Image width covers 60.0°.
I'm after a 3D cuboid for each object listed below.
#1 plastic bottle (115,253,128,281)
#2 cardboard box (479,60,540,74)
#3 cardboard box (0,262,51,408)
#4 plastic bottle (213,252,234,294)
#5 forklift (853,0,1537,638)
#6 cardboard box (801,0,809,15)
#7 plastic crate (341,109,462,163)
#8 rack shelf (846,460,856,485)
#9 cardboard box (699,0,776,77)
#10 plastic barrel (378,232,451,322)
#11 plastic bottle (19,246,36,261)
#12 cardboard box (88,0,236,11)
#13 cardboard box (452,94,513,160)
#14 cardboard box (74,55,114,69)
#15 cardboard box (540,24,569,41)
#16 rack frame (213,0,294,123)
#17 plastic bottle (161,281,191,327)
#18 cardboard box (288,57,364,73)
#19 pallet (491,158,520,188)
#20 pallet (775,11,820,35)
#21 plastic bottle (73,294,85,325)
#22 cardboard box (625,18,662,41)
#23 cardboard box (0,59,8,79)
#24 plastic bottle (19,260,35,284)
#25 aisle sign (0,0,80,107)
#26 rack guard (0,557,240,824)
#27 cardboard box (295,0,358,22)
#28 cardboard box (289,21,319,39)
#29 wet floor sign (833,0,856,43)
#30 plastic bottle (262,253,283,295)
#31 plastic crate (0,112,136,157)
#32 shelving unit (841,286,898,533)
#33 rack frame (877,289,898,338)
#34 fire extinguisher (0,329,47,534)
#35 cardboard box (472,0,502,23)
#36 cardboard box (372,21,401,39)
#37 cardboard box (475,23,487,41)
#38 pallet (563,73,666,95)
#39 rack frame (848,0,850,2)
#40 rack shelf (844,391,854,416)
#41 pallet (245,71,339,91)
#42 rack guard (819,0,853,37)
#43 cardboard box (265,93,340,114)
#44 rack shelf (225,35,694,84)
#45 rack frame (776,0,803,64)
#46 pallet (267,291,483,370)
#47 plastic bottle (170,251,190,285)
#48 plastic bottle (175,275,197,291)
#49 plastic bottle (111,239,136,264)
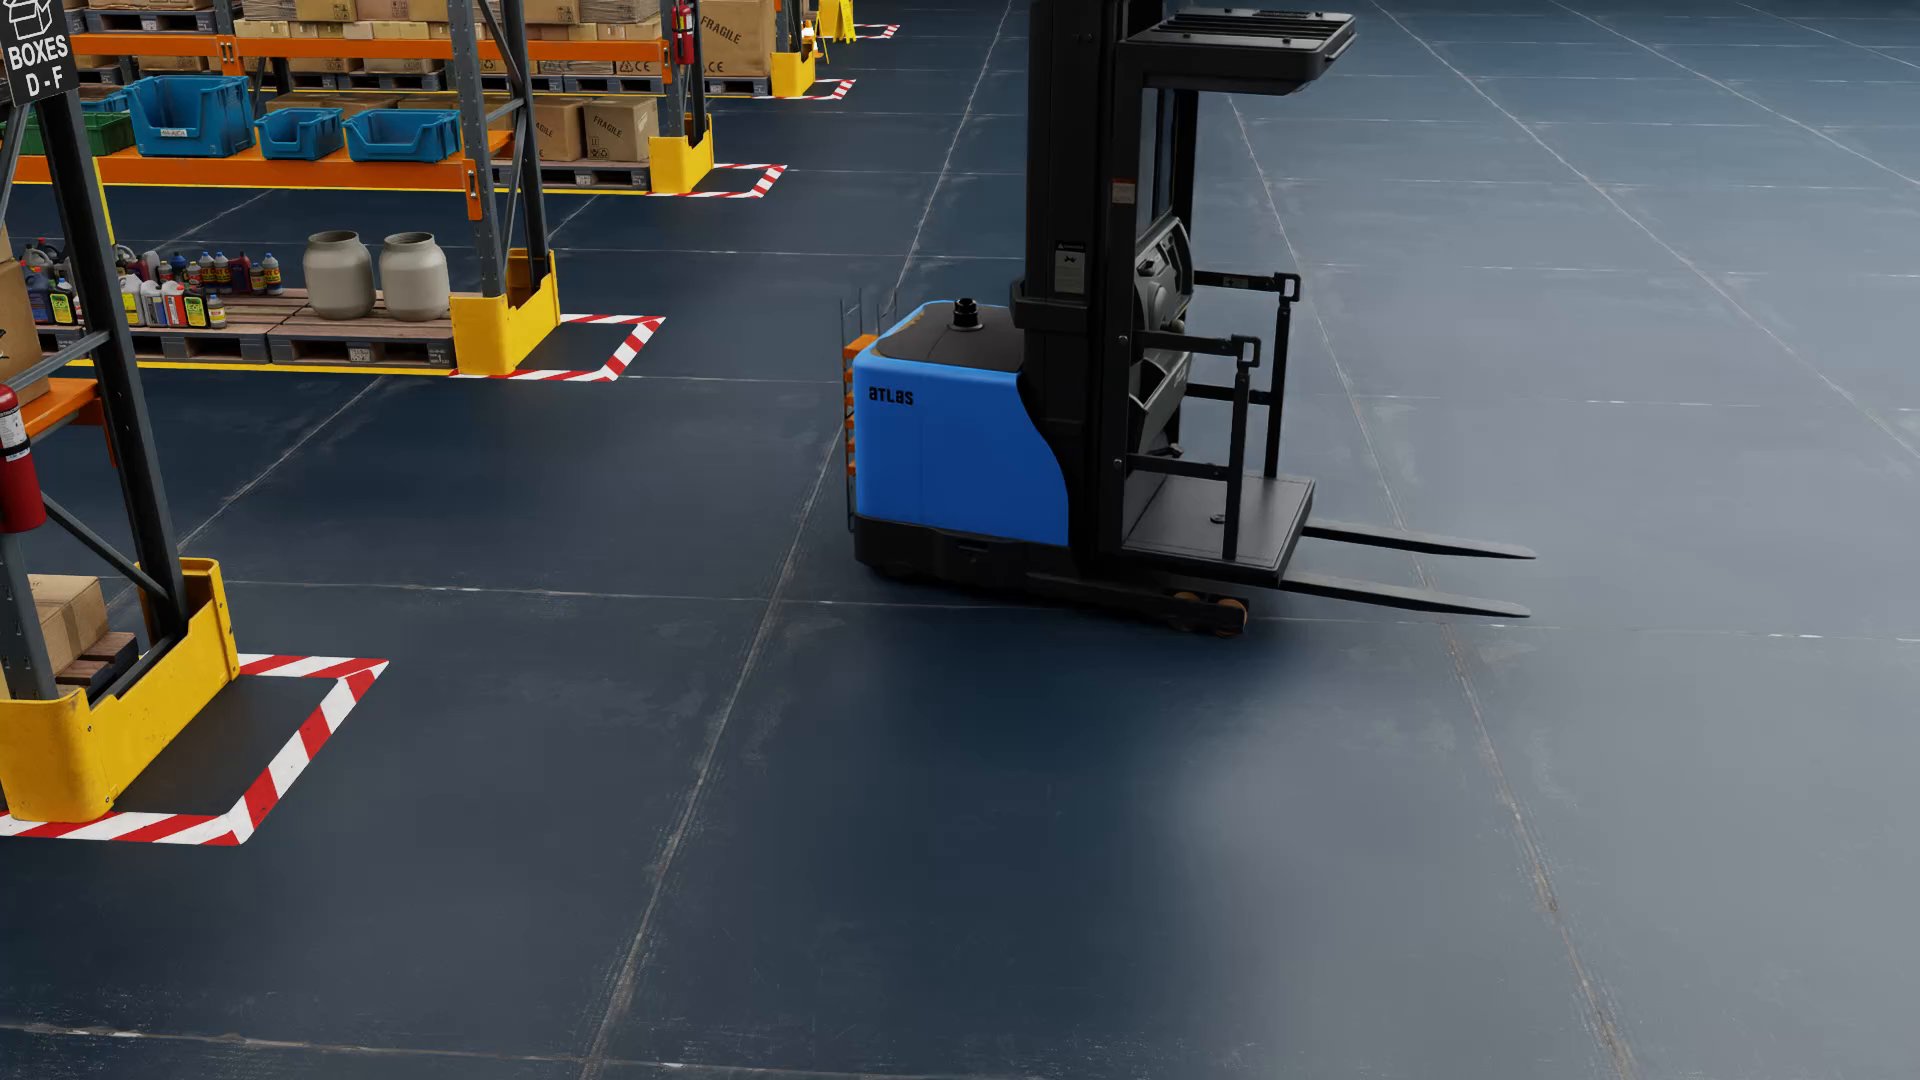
[{"bbox_3d":[-5.668,-1.790,11.213,0.133,0.283,0.061,2,25,4],"label":"plastic bottle"},{"bbox_3d":[-5.382,-6.089,19.873,0.875,0.875,0.875,2,25,5],"label":"cardboard box"},{"bbox_3d":[-3.723,-0.658,5.910,0.500,0.500,0.700,2,25,4],"label":"cardboard box"},{"bbox_3d":[-5.001,-1.816,11.284,0.097,0.271,0.097,0,25,0],"label":"plastic bottle"},{"bbox_3d":[1.076,-1.156,7.194,3.031,2.935,1.130,9,26,18],"label":"forklift"},{"bbox_3d":[-2.521,-7.934,24.630,0.500,0.250,0.500,2,25,4],"label":"cardboard box"},{"bbox_3d":[-3.397,-2.480,10.168,0.616,0.251,0.499,2,25,4],"label":"plastic crate"},{"bbox_3d":[-0.428,-0.354,8.204,0.180,0.103,0.258,9,26,18],"label":"rack shelf"},{"bbox_3d":[-2.697,-6.004,19.689,0.875,0.875,0.875,2,25,4],"label":"cardboard box"},{"bbox_3d":[-3.537,-1.706,10.782,0.421,0.512,0.421,0,25,0],"label":"plastic barrel"},{"bbox_3d":[-6.359,-1.872,11.393,0.133,0.283,0.061,3,25,7],"label":"plastic bottle"},{"bbox_3d":[-7.266,-5.396,15.107,1.000,1.000,1.000,2,25,4],"label":"cardboard box"},{"bbox_3d":[-4.339,-3.836,15.424,0.500,0.500,0.500,4,25,9],"label":"cardboard box"},{"bbox_3d":[-10.668,-6.008,20.145,0.500,0.500,0.500,2,25,4],"label":"cardboard box"},{"bbox_3d":[-3.547,-4.539,14.765,0.250,0.149,0.380,2,25,4],"label":"cardboard box"},{"bbox_3d":[-6.484,-4.849,15.138,0.127,3.000,1.000,2,25,4],"label":"rack frame"},{"bbox_3d":[-4.989,-1.514,10.624,0.135,0.276,0.152,2,25,4],"label":"plastic bottle"},{"bbox_3d":[-7.591,-6.096,20.038,0.750,0.750,1.050,2,25,4],"label":"cardboard box"},{"bbox_3d":[-4.592,-3.537,15.624,1.213,0.211,1.003,2,25,4],"label":"pallet"},{"bbox_3d":[-2.621,-7.627,24.513,1.213,0.211,1.003,2,25,4],"label":"pallet"},{"bbox_3d":[-5.622,-1.489,10.659,0.097,0.201,0.097,0,25,0],"label":"plastic bottle"},{"bbox_3d":[-2.796,-4.530,14.745,0.250,0.149,0.380,2,25,4],"label":"cardboard box"},{"bbox_3d":[-9.273,-4.360,15.643,0.500,0.250,0.500,5,25,10],"label":"cardboard box"},{"bbox_3d":[-6.079,-1.642,10.812,0.185,0.351,0.144,2,25,4],"label":"plastic bottle"},{"bbox_3d":[-3.169,-1.899,5.617,0.004,0.787,0.394,2,25,4],"label":"aisle sign"},{"bbox_3d":[-3.234,0.544,6.408,0.348,0.500,1.175,2,25,4],"label":"rack guard"},{"bbox_3d":[-5.545,-4.958,14.901,0.500,0.500,0.875,2,25,4],"label":"cardboard box"},{"bbox_3d":[-5.793,-4.592,14.882,0.250,0.149,0.380,2,25,4],"label":"cardboard box"},{"bbox_3d":[-1.630,-7.329,23.346,0.232,0.644,0.267,11,27,22],"label":"wet floor sign"},{"bbox_3d":[-4.659,-1.805,11.260,0.097,0.271,0.097,0,25,0],"label":"plastic bottle"},{"bbox_3d":[-5.532,-2.527,10.346,0.662,0.188,0.450,2,25,4],"label":"plastic crate"},{"bbox_3d":[-0.428,-0.613,8.085,0.189,1.200,0.258,9,26,18],"label":"shelving unit"},{"bbox_3d":[-0.342,-0.600,8.057,0.006,1.200,0.240,9,26,18],"label":"rack frame"},{"bbox_3d":[-3.176,-0.359,5.474,0.183,0.674,0.296,2,25,4],"label":"fire extinguisher"},{"bbox_3d":[-4.045,-4.930,14.840,0.500,0.500,0.875,2,25,4],"label":"cardboard box"},{"bbox_3d":[-5.045,-4.573,14.838,0.250,0.149,0.380,2,25,4],"label":"cardboard box"},{"bbox_3d":[-4.300,-4.534,14.754,0.250,0.149,0.380,2,25,4],"label":"cardboard box"},{"bbox_3d":[-4.032,-5.551,20.000,1.213,0.211,1.003,2,25,4],"label":"pallet"},{"bbox_3d":[-1.737,-8.851,23.836,0.127,3.000,1.000,2,25,4],"label":"rack frame"},{"bbox_3d":[-0.428,-0.681,8.053,0.180,0.103,0.258,9,26,18],"label":"rack shelf"},{"bbox_3d":[-7.999,-5.677,20.274,1.213,0.211,1.003,2,25,4],"label":"pallet"},{"bbox_3d":[-1.813,-7.718,24.364,0.348,0.500,1.175,2,25,4],"label":"rack guard"},{"bbox_3d":[-6.089,-3.874,15.509,0.500,0.500,0.500,1,25,2],"label":"cardboard box"},{"bbox_3d":[-4.490,-4.458,15.149,4.000,0.370,1.077,2,25,4],"label":"rack shelf"},{"bbox_3d":[-2.016,-6.785,19.345,0.127,3.000,1.000,2,25,4],"label":"rack frame"},{"bbox_3d":[-3.764,-1.401,10.980,1.213,0.211,1.003,2,25,4],"label":"pallet"},{"bbox_3d":[-5.303,-1.825,11.305,0.097,0.271,0.097,0,25,0],"label":"plastic bottle"},{"bbox_3d":[-4.982,-1.562,10.719,0.133,0.283,0.061,2,25,4],"label":"plastic bottle"},{"bbox_3d":[-5.686,-1.864,11.294,0.185,0.351,0.144,2,25,4],"label":"plastic bottle"}]
